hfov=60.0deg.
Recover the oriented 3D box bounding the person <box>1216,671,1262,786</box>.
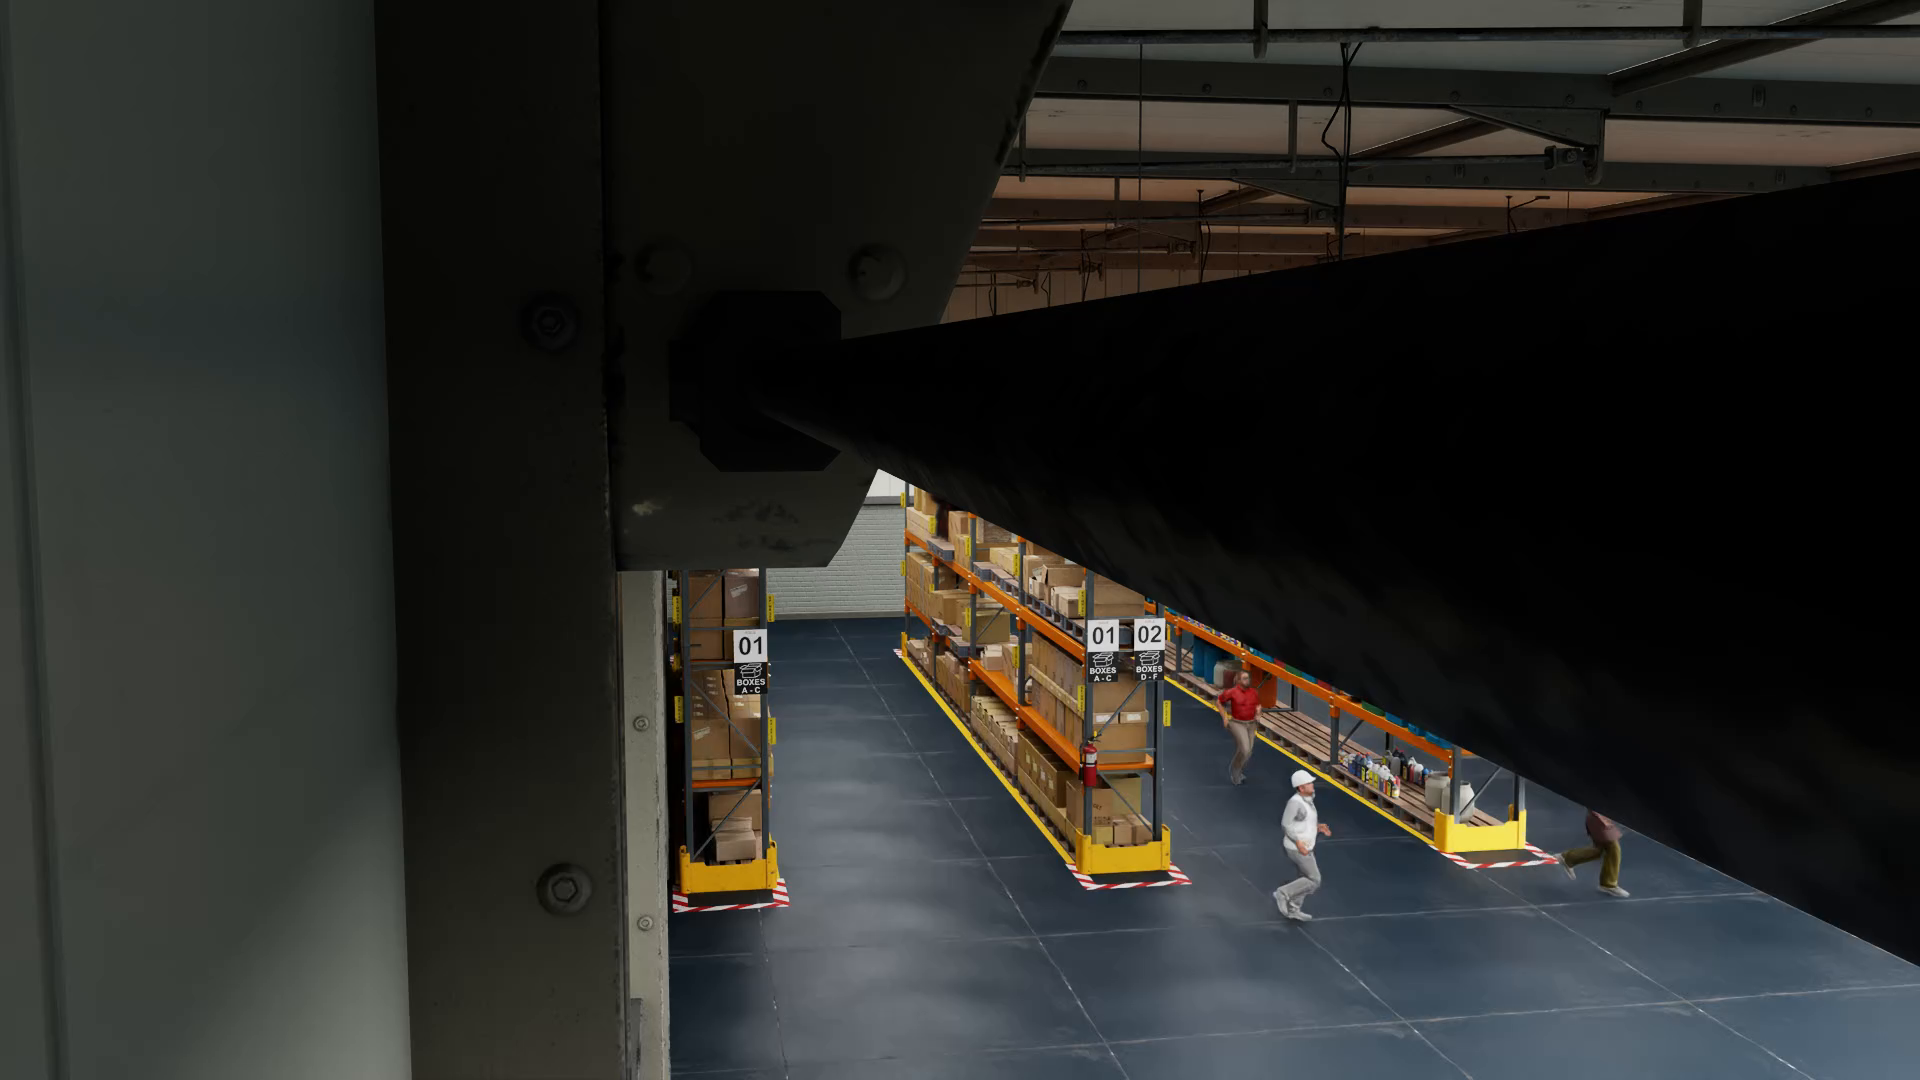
[{"bbox_3d":[4.308,2.869,25.263,0.640,1.739,0.704,-3,7,-26],"label":"person"}]

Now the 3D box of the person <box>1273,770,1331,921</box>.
[{"bbox_3d":[3.932,3.497,19.068,0.610,1.743,0.652,2,6,19],"label":"person"}]

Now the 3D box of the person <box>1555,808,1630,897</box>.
[{"bbox_3d":[7.674,3.391,20.120,0.876,1.773,0.739,3,7,24],"label":"person"}]
